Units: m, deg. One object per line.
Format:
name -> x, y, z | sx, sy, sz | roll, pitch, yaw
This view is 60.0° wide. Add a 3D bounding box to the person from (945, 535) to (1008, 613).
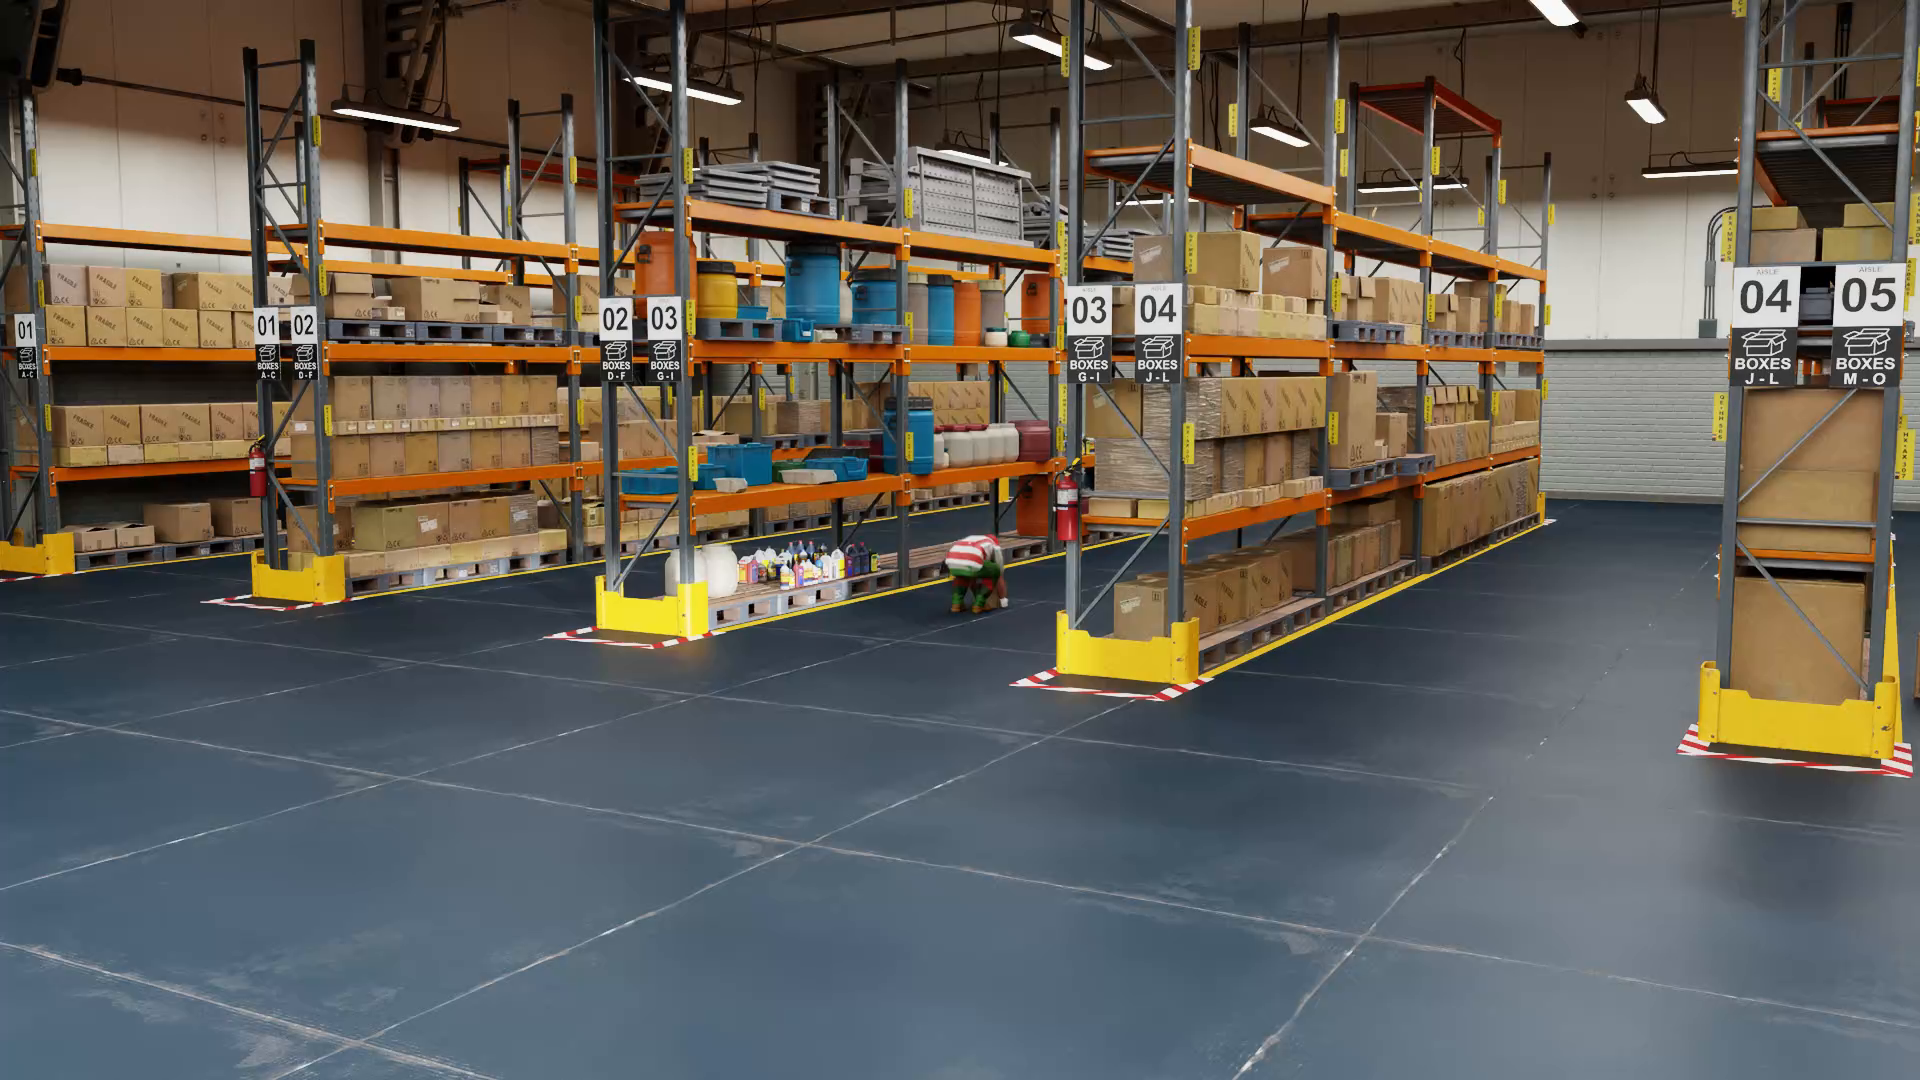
person -> 0.178, 0.362, 17.534 | 0.518, 0.798, 0.958 | 3, 7, 27
